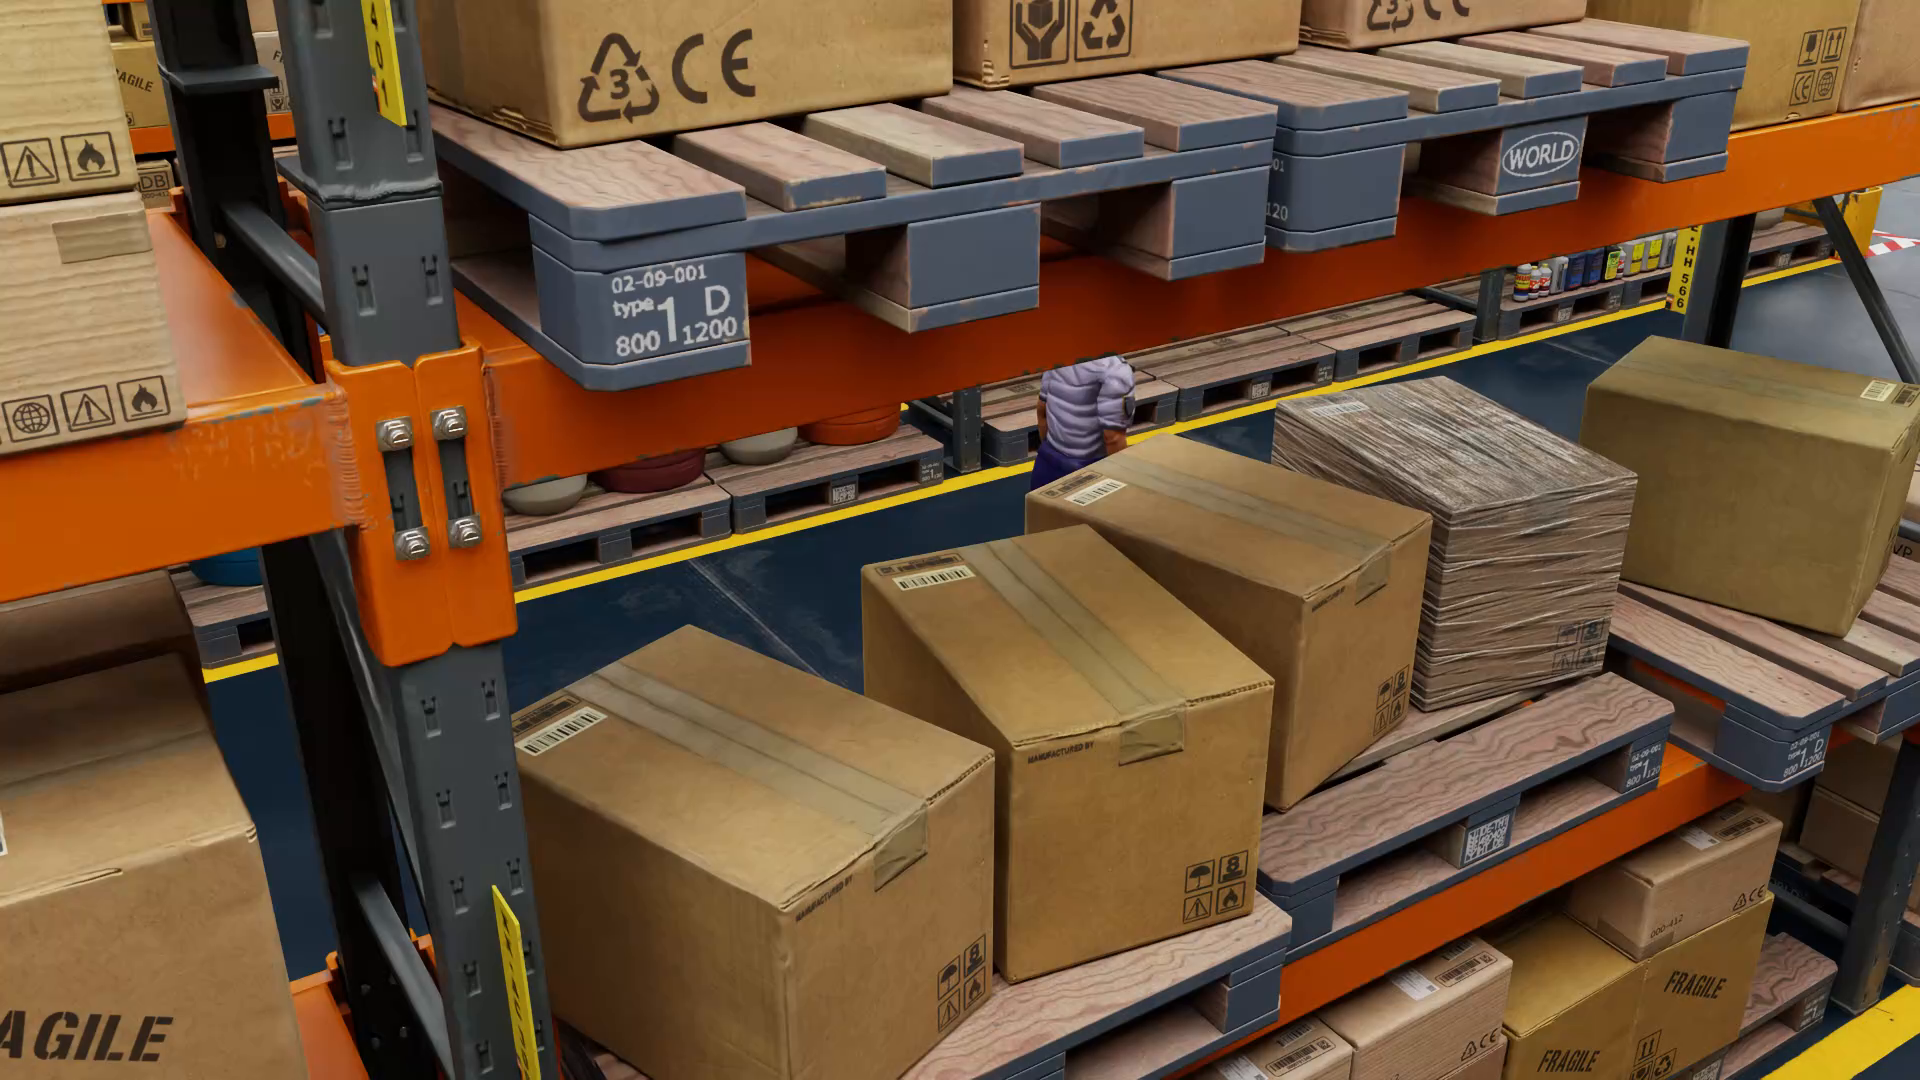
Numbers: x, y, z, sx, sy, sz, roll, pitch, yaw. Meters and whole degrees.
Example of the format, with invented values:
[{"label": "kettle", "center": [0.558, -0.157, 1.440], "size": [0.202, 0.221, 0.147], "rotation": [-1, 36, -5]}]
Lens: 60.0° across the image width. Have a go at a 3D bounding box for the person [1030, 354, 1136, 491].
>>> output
[{"label": "person", "center": [0.505, -0.215, 6.573], "size": [0.367, 1.651, 0.547], "rotation": [-16, 30, -30]}]
